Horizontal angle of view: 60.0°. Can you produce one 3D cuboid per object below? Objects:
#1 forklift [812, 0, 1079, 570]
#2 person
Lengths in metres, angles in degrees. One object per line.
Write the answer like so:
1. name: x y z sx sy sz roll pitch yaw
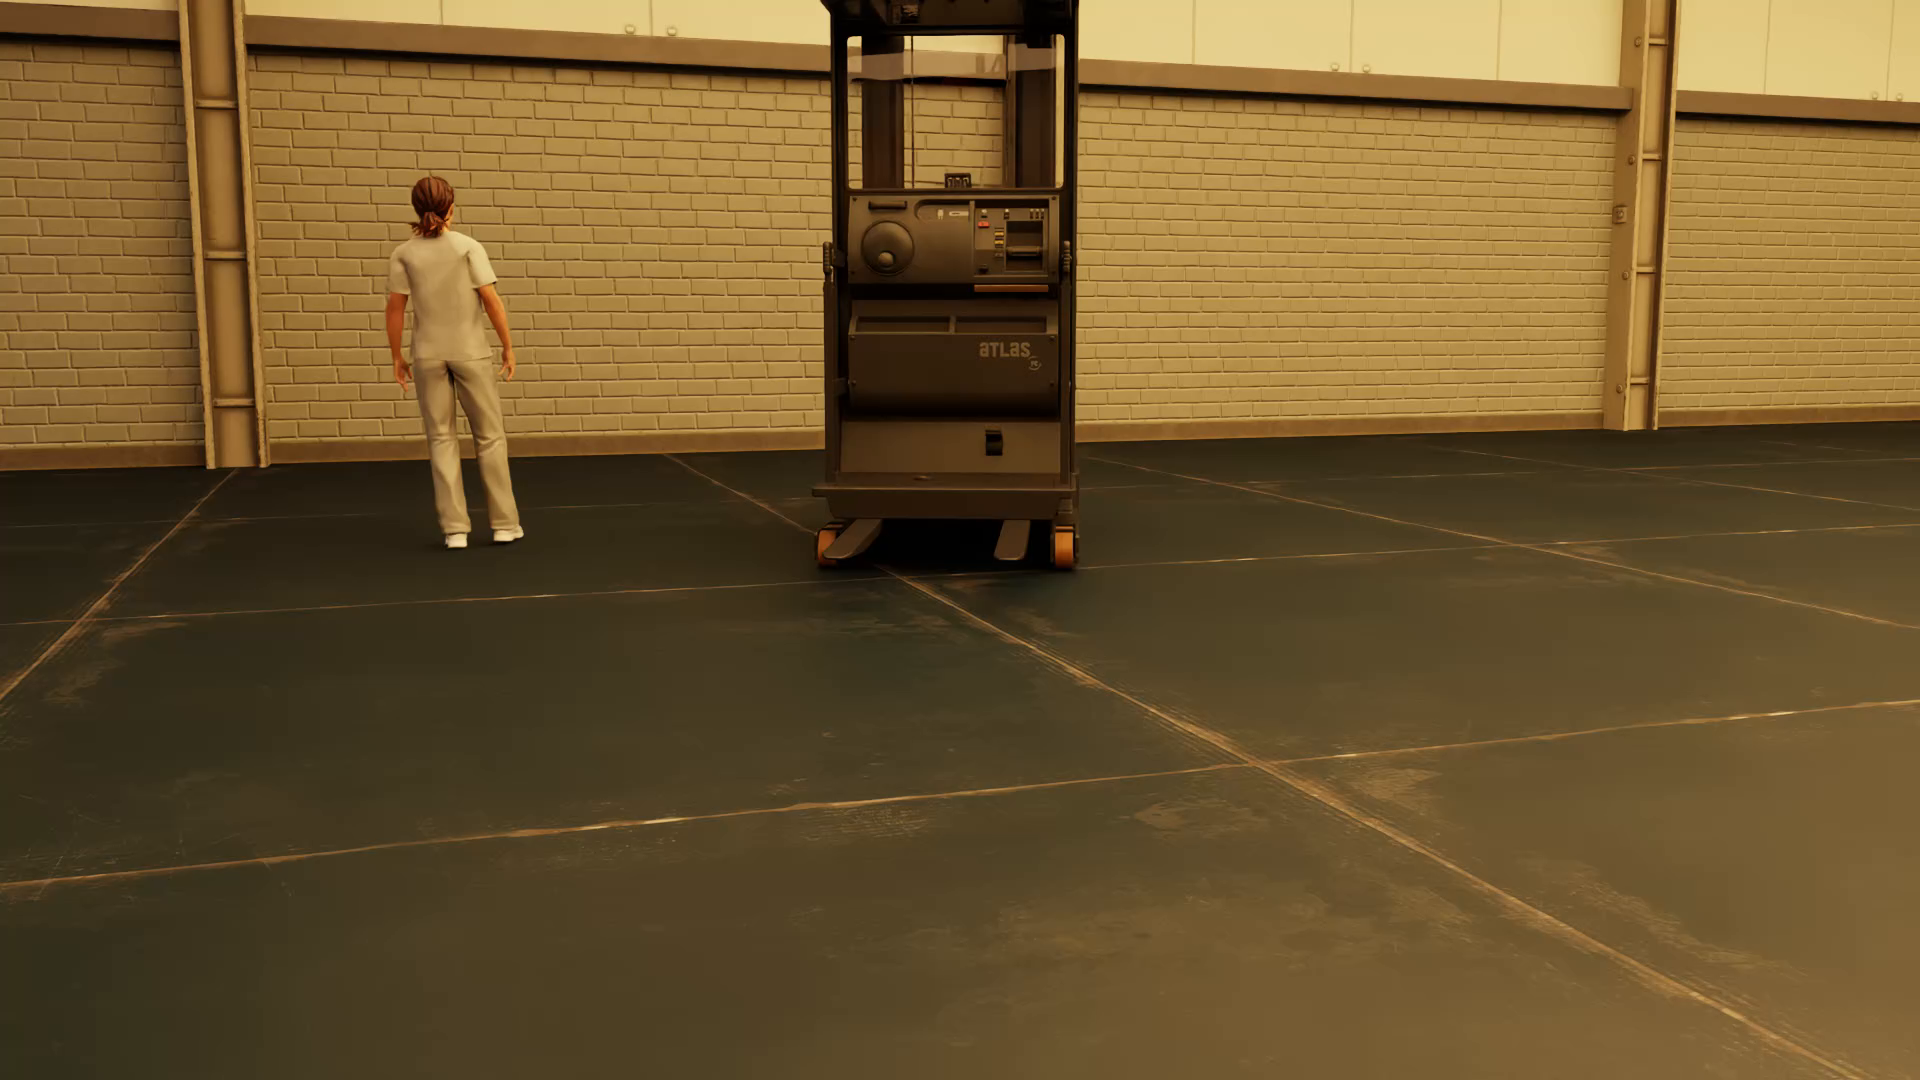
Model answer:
1. forklift: -0.039 -1.370 7.123 1.130 2.935 3.031 0 8 4
2. person: -2.321 -0.809 7.639 0.555 1.678 0.542 -1 8 -6
